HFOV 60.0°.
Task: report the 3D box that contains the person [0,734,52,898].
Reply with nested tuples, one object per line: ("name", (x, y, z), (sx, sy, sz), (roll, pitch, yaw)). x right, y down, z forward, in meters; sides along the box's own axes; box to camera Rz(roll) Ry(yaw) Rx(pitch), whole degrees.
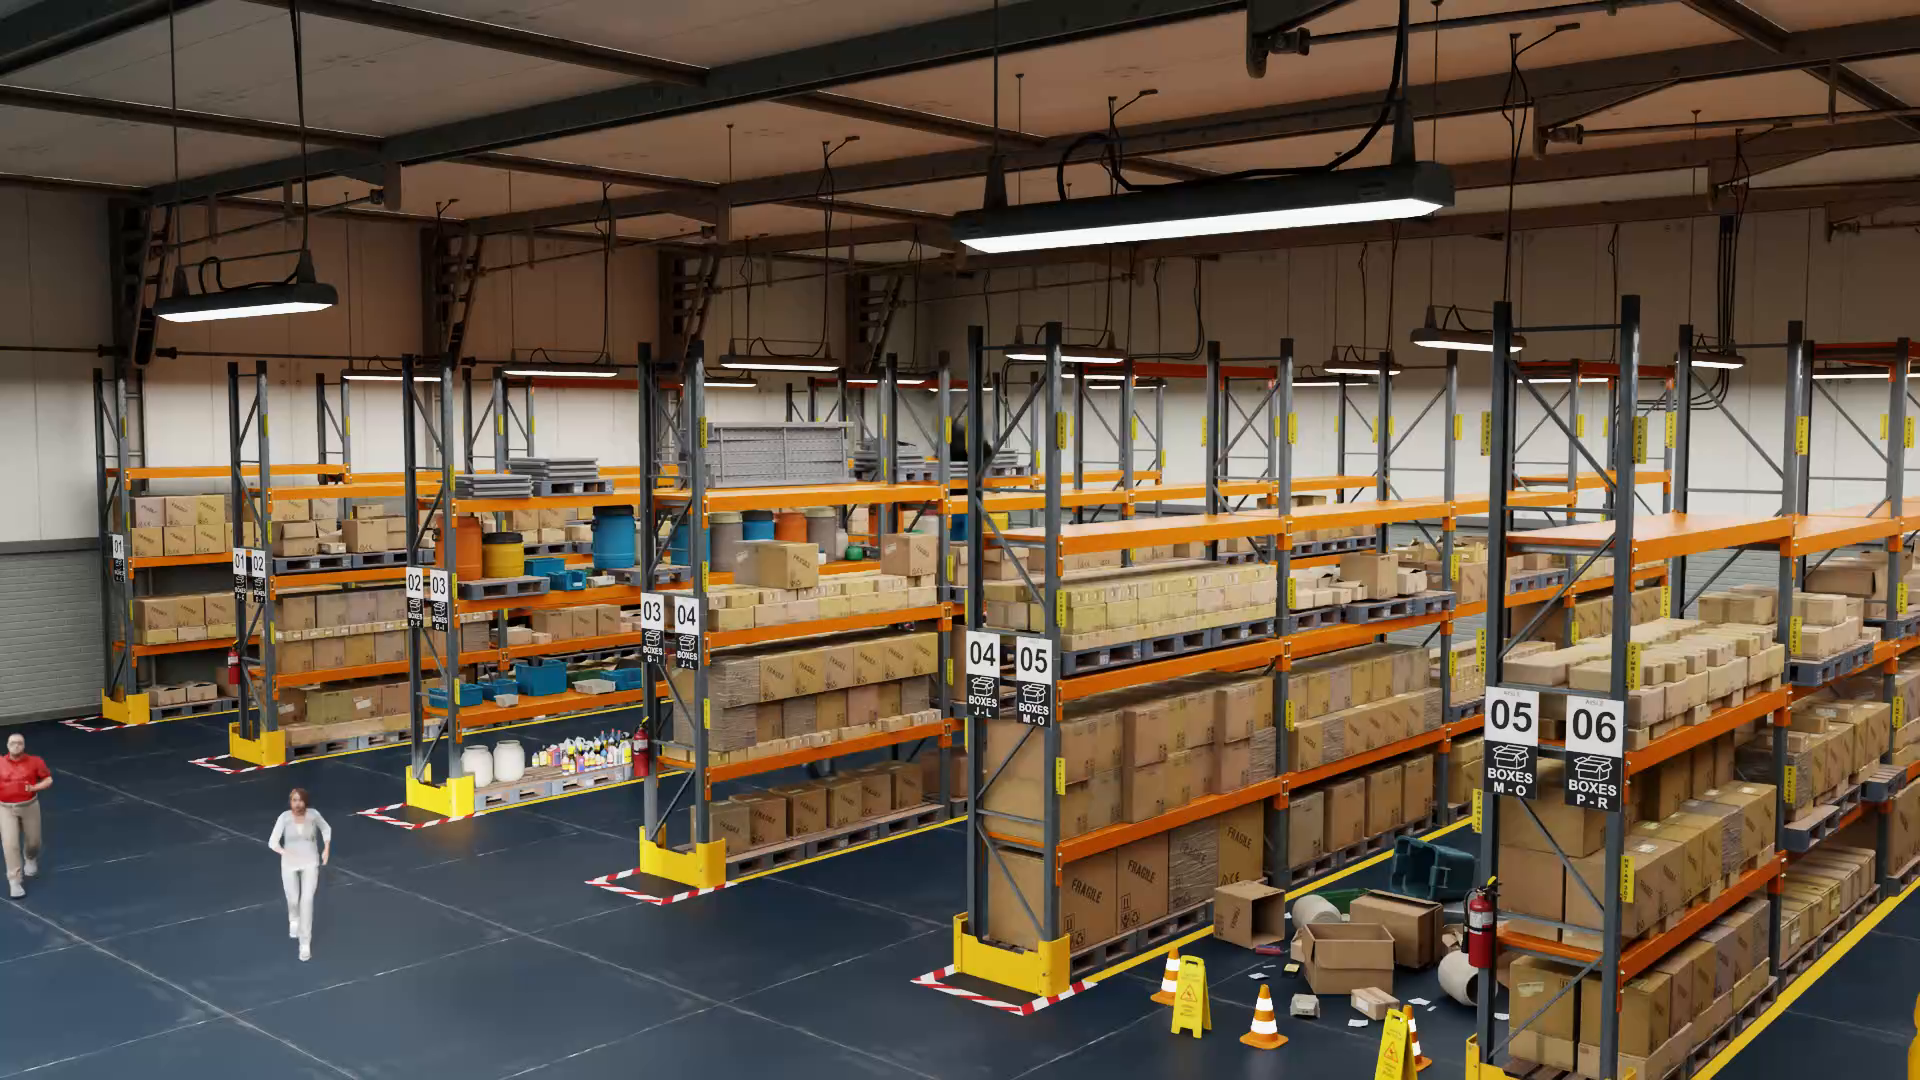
("person", (-10.290, 2.965, 18.174), (0.672, 1.694, 0.953), (-3, 5, -31))

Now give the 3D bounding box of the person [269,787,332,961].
("person", (-6.391, 3.183, 16.134), (0.565, 1.613, 0.770), (-2, 4, -20))

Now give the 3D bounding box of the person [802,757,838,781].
("person", (-1.833, 2.654, 22.142), (0.692, 1.737, 0.660), (2, 5, 29))
